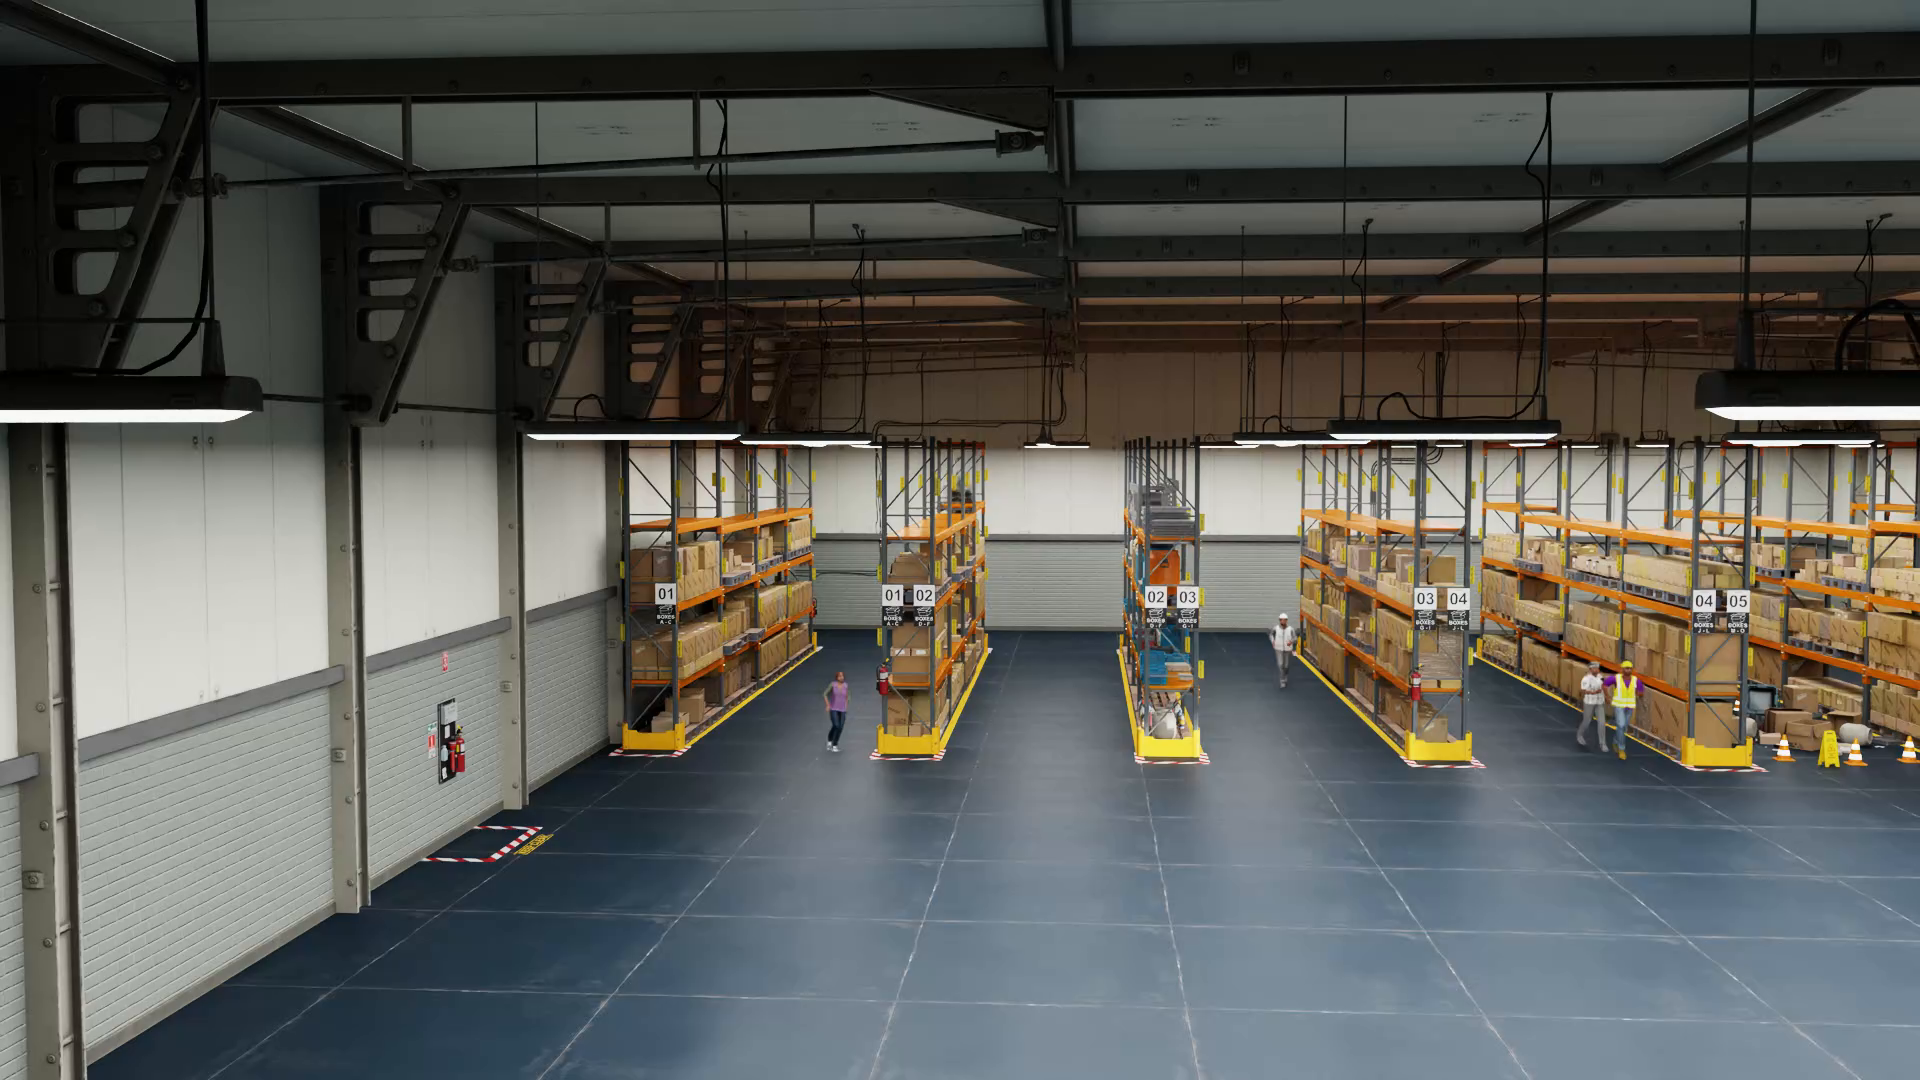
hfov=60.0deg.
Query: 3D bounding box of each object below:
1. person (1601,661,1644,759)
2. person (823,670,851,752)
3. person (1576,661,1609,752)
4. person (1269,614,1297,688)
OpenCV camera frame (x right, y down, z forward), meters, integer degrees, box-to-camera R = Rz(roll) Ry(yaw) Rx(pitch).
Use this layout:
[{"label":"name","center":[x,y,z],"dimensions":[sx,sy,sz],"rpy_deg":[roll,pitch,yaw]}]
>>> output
[{"label":"person","center":[12.430,3.138,31.084],"dimensions":[0.684,1.771,0.917],"rpy_deg":[0,3,0]},{"label":"person","center":[-2.307,3.255,31.586],"dimensions":[0.503,1.557,0.537],"rpy_deg":[-1,3,-20]},{"label":"person","center":[12.144,3.148,31.848],"dimensions":[0.572,1.691,0.934],"rpy_deg":[0,3,-6]},{"label":"person","center":[7.854,2.667,40.393],"dimensions":[0.671,1.759,0.913],"rpy_deg":[0,3,7]}]
